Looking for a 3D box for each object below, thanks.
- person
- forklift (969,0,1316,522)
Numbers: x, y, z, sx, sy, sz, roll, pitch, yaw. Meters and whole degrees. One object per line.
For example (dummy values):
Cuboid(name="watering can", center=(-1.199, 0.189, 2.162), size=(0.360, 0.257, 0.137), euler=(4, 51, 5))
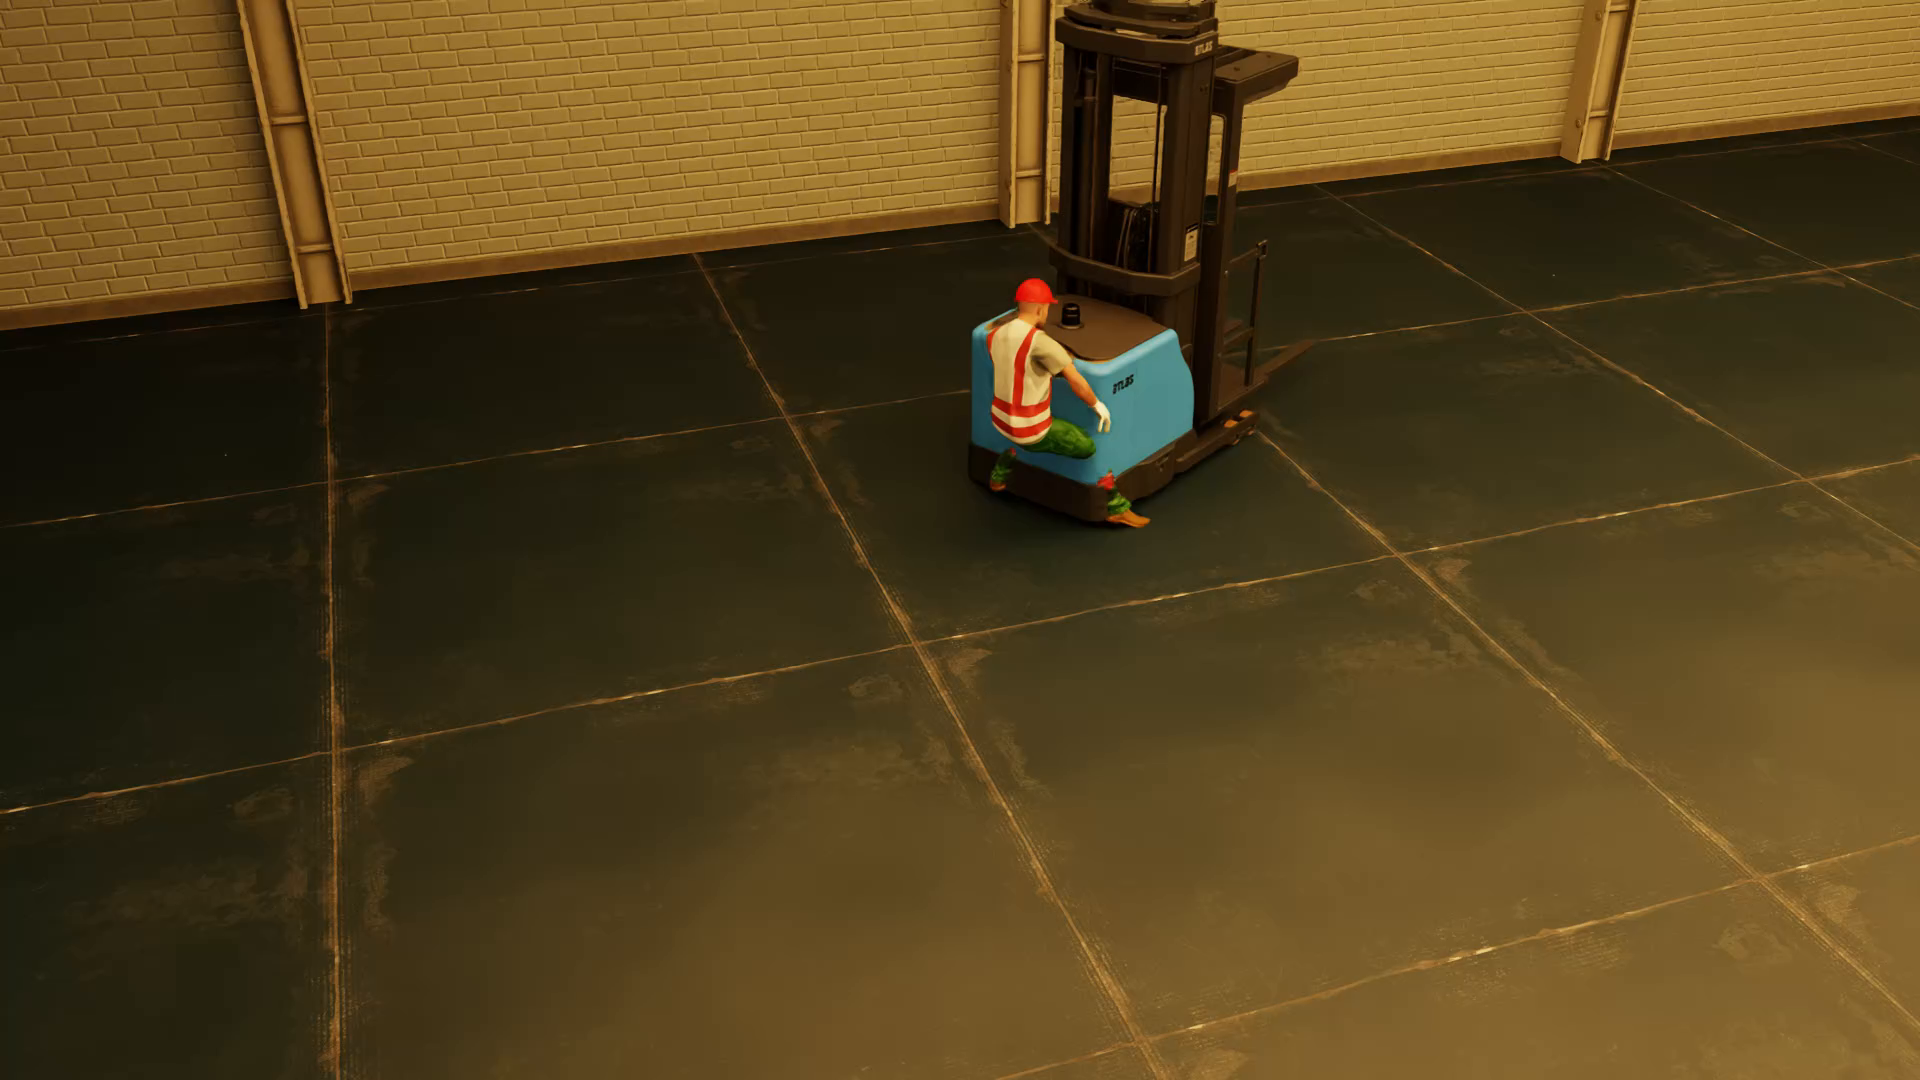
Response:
Cuboid(name="person", center=(0.594, -0.814, 9.925), size=(0.890, 1.559, 0.954), euler=(-17, 34, -27))
Cuboid(name="forklift", center=(1.377, -2.047, 10.645), size=(1.130, 2.935, 3.031), euler=(22, 37, 33))
